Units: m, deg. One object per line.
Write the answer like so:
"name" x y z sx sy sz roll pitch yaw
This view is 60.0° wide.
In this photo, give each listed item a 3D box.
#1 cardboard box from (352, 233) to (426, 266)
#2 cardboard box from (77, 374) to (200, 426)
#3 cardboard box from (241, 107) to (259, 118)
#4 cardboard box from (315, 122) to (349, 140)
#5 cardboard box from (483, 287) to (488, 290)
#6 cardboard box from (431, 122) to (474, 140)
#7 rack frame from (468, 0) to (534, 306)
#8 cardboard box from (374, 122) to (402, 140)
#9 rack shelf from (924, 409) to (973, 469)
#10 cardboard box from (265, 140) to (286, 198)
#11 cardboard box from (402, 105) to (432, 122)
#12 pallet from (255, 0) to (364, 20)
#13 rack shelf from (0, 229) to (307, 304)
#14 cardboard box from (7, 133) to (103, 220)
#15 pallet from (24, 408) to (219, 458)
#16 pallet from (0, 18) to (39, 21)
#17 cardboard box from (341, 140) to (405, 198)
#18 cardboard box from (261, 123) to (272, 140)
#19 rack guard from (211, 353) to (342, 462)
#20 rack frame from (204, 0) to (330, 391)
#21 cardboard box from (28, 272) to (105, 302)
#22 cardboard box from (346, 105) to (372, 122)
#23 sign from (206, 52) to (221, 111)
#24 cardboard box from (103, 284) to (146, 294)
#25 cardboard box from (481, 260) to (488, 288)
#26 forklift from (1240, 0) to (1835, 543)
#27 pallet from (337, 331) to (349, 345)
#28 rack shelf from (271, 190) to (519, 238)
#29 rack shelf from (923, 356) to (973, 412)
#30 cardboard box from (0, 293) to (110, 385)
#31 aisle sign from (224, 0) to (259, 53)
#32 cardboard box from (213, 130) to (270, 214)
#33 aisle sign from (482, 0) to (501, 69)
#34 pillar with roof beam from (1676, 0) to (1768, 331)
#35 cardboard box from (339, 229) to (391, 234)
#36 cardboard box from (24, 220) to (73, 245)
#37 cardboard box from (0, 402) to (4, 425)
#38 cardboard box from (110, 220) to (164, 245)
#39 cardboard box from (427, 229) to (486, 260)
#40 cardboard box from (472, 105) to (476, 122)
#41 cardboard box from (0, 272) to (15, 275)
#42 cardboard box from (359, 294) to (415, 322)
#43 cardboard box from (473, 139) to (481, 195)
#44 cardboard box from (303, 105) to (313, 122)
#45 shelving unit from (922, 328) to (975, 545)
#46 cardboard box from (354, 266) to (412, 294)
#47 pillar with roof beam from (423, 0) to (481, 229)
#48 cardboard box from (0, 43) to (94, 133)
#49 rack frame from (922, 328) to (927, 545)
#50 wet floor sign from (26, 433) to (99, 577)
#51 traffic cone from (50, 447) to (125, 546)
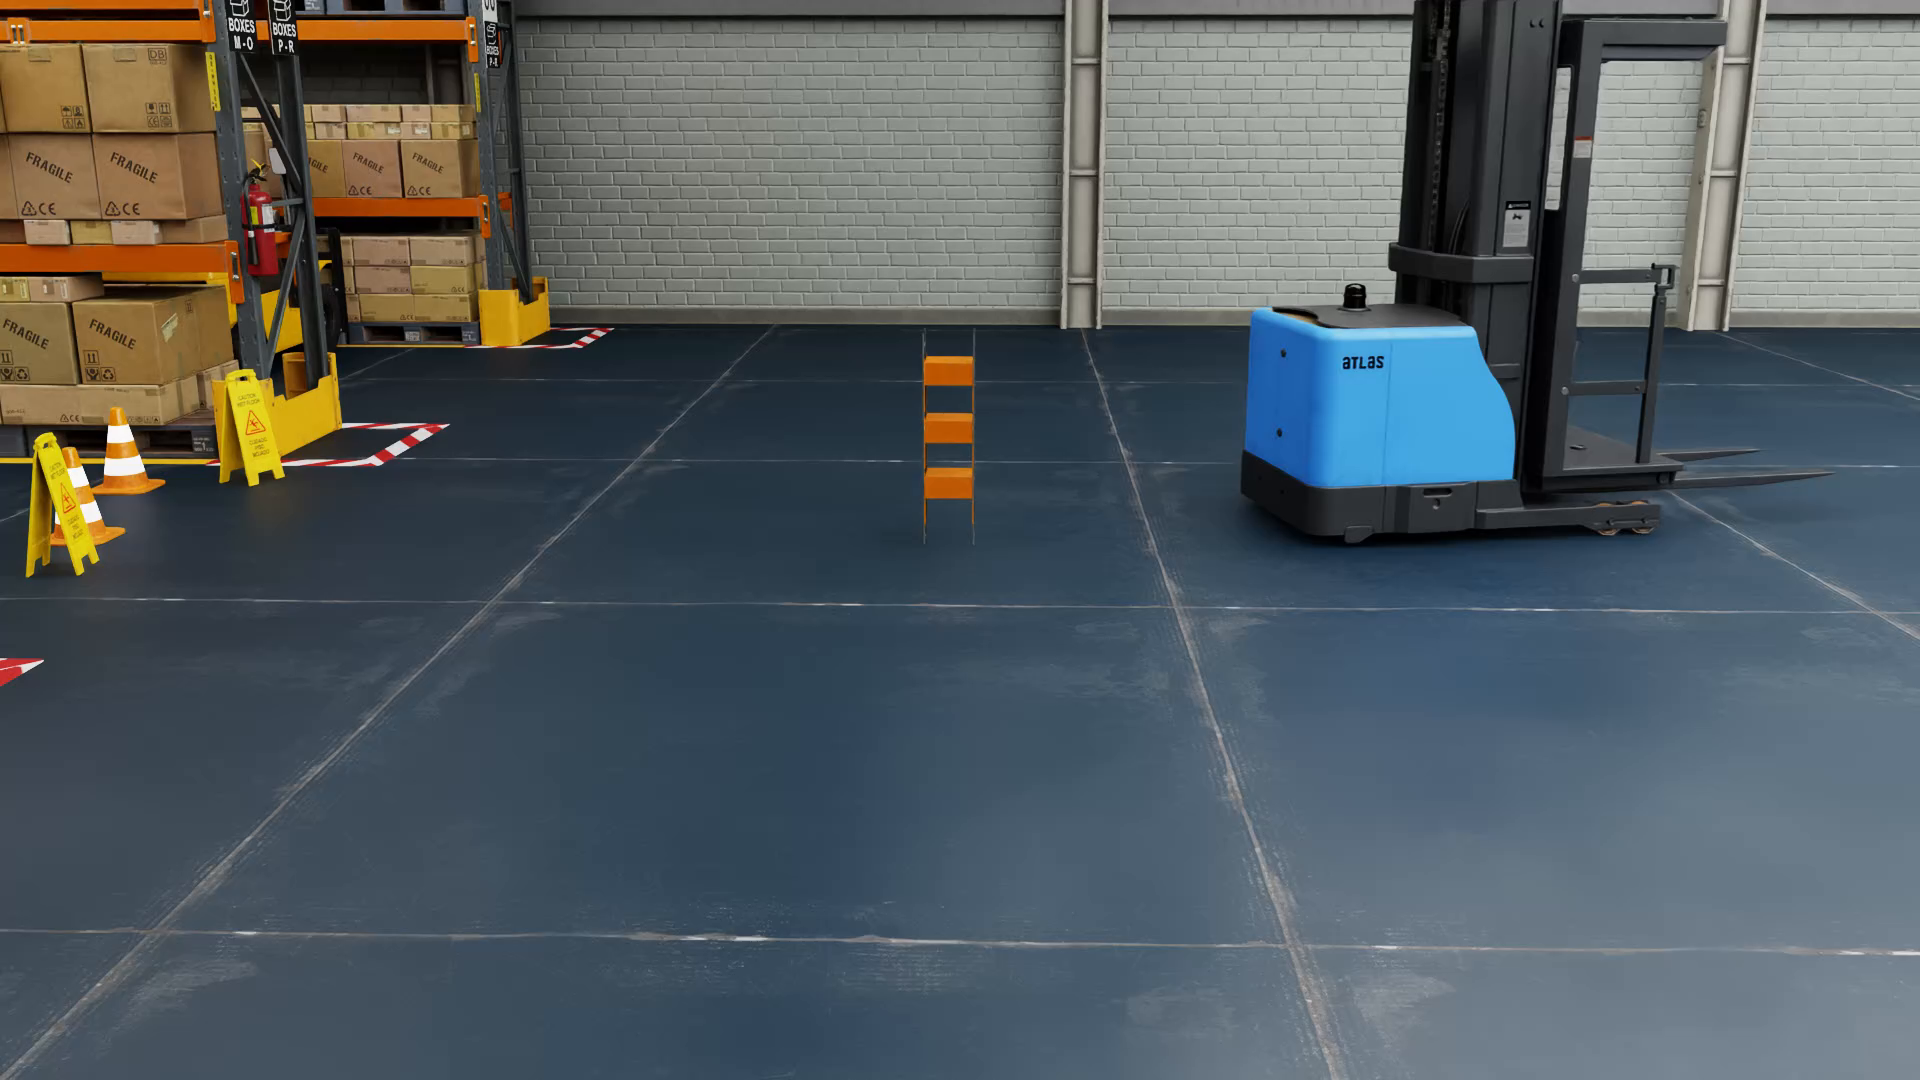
"cardboard box" -5.129 -2.620 14.998 0.500 0.250 0.500 1 15 2
"cardboard box" -5.112 -0.882 10.372 0.500 0.250 0.500 0 15 1
"cardboard box" -6.298 -3.807 14.838 0.250 0.149 0.380 0 15 2
"cardboard box" -5.534 -3.636 14.775 0.250 0.149 0.380 0 15 0
"cardboard box" -4.636 -2.265 15.610 0.500 0.250 0.500 0 15 2
"cardboard box" -4.504 -3.631 14.754 0.250 0.149 0.380 1 15 2
"rack frame" -4.150 -3.338 15.112 0.127 3.000 1.000 0 15 1
"cardboard box" -5.018 -3.642 14.797 0.250 0.149 0.380 1 15 2
"rack shelf" -0.053 -0.498 8.210 0.240 0.259 0.215 0 15 1
"cardboard box" -6.182 -3.332 14.893 0.500 0.500 0.500 0 15 2
"cardboard box" -4.761 -3.786 14.760 0.250 0.149 0.380 0 15 2
"pallet" -6.079 -4.764 14.810 1.213 0.211 1.003 0 15 1
"rack shelf" -6.273 -1.737 10.455 4.000 0.370 1.077 0 15 1
"cardboard box" -5.323 -2.202 10.027 0.500 0.500 0.500 0 15 2
"pallet" -5.160 -0.739 10.726 1.213 0.211 1.003 0 15 1
"pallet" -9.031 -4.724 14.862 1.217 0.209 0.805 0 15 -1
"cardboard box" -5.167 -3.328 14.879 0.500 0.500 0.500 1 15 3
"cardboard box" -6.034 -3.658 14.855 0.250 0.149 0.380 0 15 1
"rack guard" -4.349 -0.864 10.635 0.348 0.500 1.175 0 15 1
"rack frame" -4.273 -2.072 10.314 0.127 3.000 1.000 0 15 1
"cardboard box" -5.449 -1.546 10.145 0.250 0.149 0.380 1 15 3
"cardboard box" -5.270 -3.801 14.818 0.250 0.149 0.380 0 15 2
"sign" -4.307 -2.643 9.590 0.005 0.325 0.100 0 15 1
"cardboard box" -5.619 -1.386 10.811 0.500 0.500 0.500 0 15 -1
"cardboard box" -4.615 -2.509 15.558 0.500 0.250 0.500 1 15 2
"forklift" 3.092 -1.567 8.535 3.031 2.935 1.130 -3 15 -11
"pallet" -6.132 -1.993 15.479 1.213 0.211 1.003 0 15 1
"rack shelf" -6.149 -3.003 15.253 4.000 0.370 1.077 0 15 1
"rack shelf" -0.053 -0.772 8.138 0.240 0.259 0.215 0 15 1
"cardboard box" -5.603 -1.250 10.293 0.500 0.500 0.500 1 15 4
"aisle sign" -4.219 -3.255 9.700 0.004 0.787 0.394 0 15 1
"cardboard box" -4.740 -2.338 10.543 0.500 0.500 0.500 0 15 1
"aisle sign" -4.092 -4.520 14.495 0.004 0.787 0.394 0 15 1
"pillar with roof beam" 7.063 -5.297 10.777 0.400 9.000 9.100 0 15 1
"cardboard box" -5.625 -2.755 15.508 0.500 0.250 0.500 0 15 1
"cardboard box" -5.422 -1.873 10.052 0.250 0.149 0.380 1 15 2
"cardboard box" -6.129 -0.890 10.399 0.500 0.250 0.500 0 15 -1
"cardboard box" -4.909 -1.872 10.047 0.250 0.149 0.380 0 15 1
"cardboard box" -4.626 -2.746 15.476 0.500 0.250 0.500 0 15 1
"cardboard box" -4.480 -3.900 15.193 0.250 0.149 0.380 0 15 0
"cardboard box" -5.964 -1.550 10.162 0.250 0.149 0.380 1 15 4
"cardboard box" -5.125 -2.140 15.137 0.500 0.250 0.500 0 15 1
"cardboard box" -4.638 -3.460 15.380 0.500 0.500 0.500 1 15 3
"cardboard box" -5.792 -3.775 14.718 0.250 0.149 0.380 1 15 3
"shelving unit" -0.053 -0.508 8.207 0.252 1.050 0.215 0 15 1
"cardboard box" -5.146 -2.383 15.078 0.500 0.250 0.500 0 15 1
"pillar with roof beam" -4.933 -5.375 11.074 0.400 9.000 9.100 0 15 1
"cardboard box" -5.295 -2.701 9.957 0.500 0.500 0.700 1 15 2
"rack frame" -0.175 -0.509 8.210 0.008 1.050 0.200 0 15 1
"wet floor sign" -4.219 -0.175 7.740 0.232 0.644 0.267 -2 15 -8
"traffic cone" -4.424 -0.234 8.320 0.334 0.463 0.336 0 15 1
